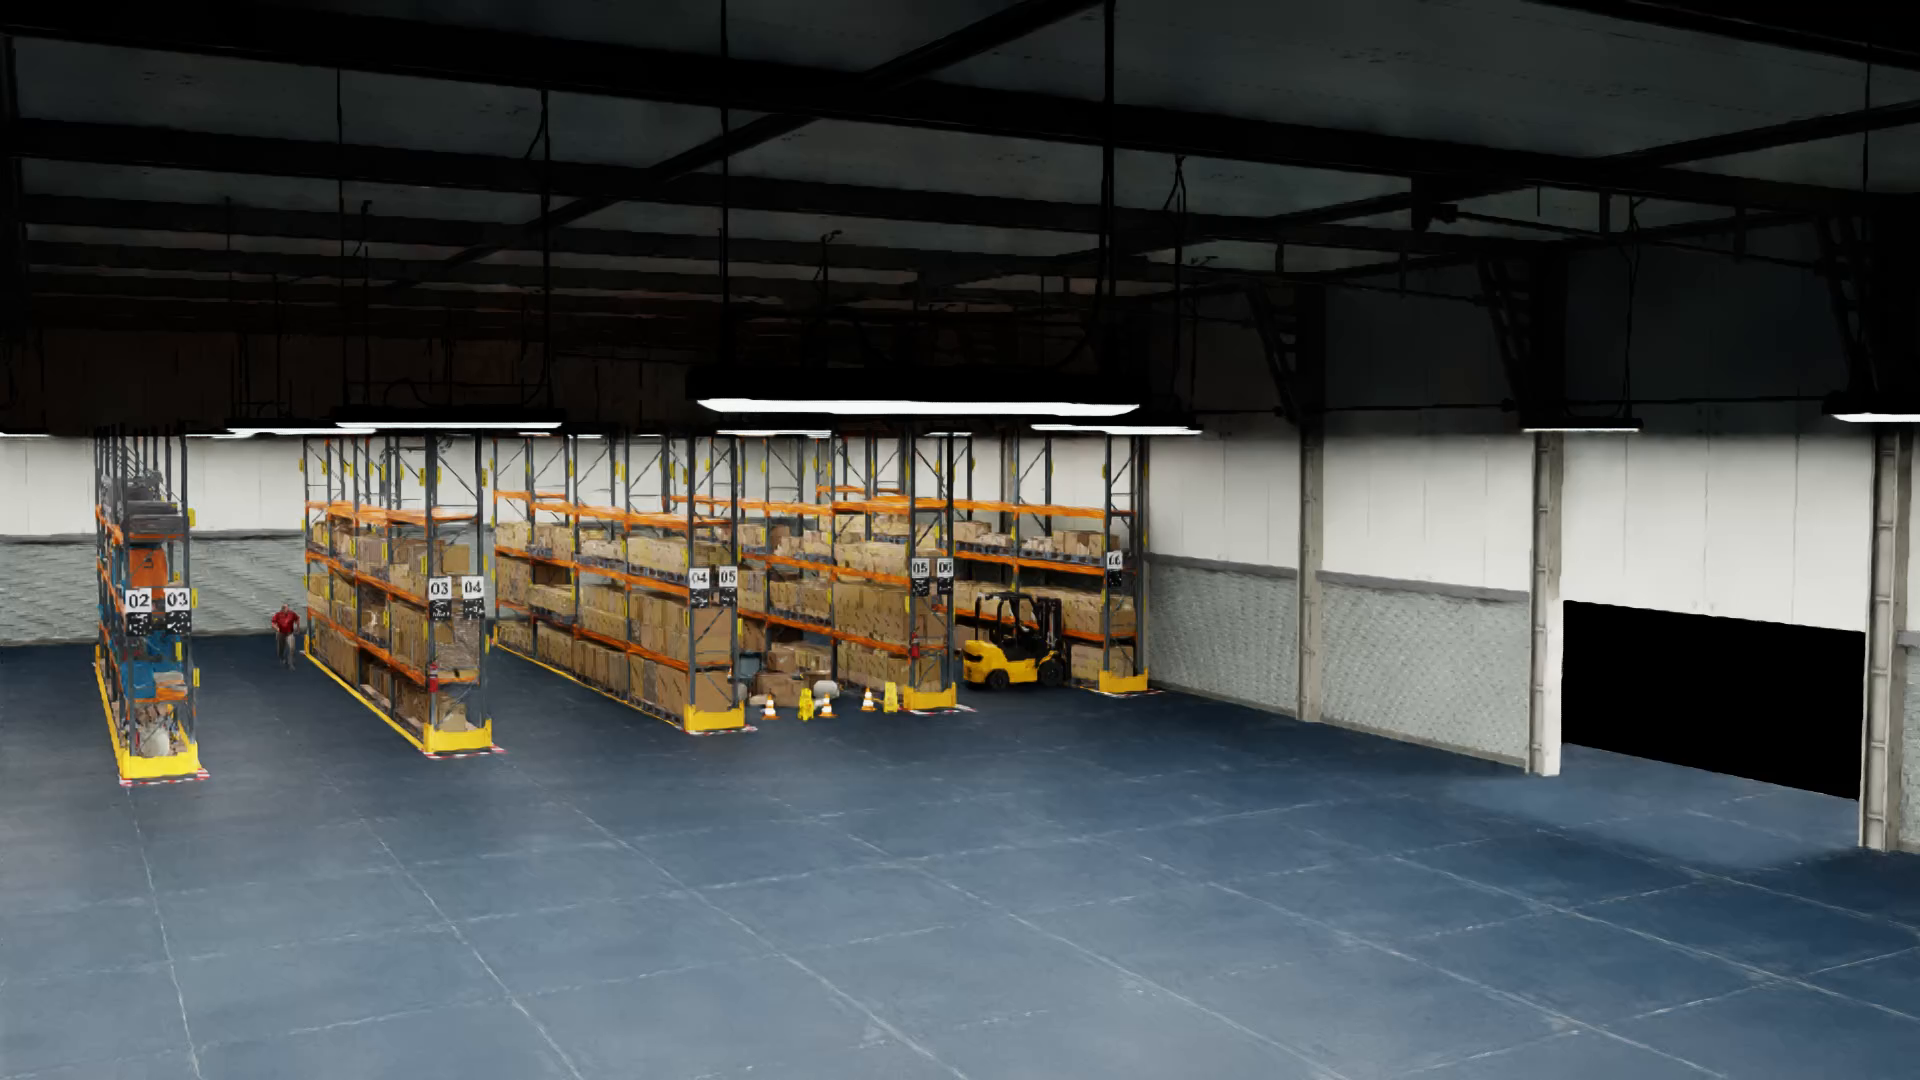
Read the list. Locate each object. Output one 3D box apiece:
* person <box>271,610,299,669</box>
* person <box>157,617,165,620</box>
[{"bbox_3d":[-16.894,2.464,41.644,0.651,1.486,0.794,-2,4,-24],"label":"person"},{"bbox_3d":[-20.198,2.297,41.915,0.356,1.603,0.548,-1,4,-13],"label":"person"}]
